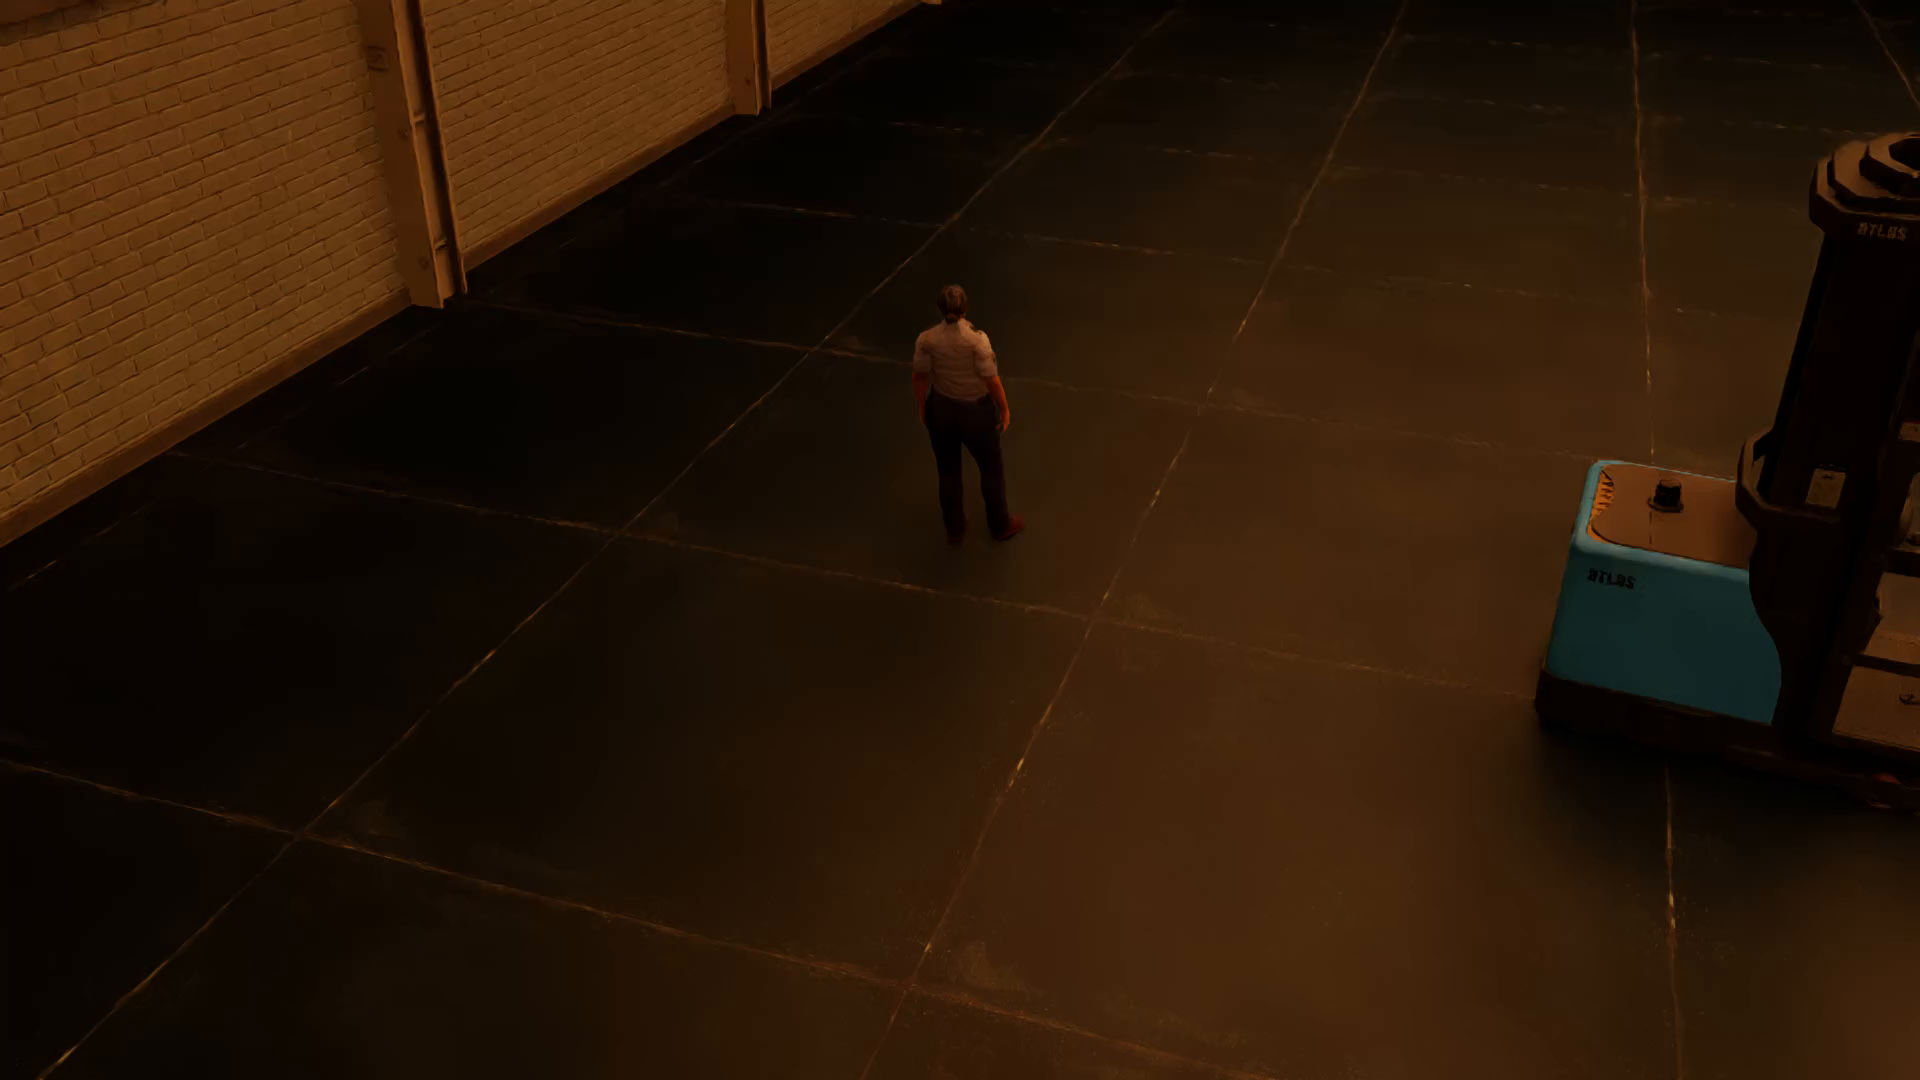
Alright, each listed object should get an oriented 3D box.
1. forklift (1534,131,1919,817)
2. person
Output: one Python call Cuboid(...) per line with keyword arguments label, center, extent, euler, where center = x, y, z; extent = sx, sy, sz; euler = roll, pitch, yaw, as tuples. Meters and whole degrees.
Cuboid(label="forklift", center=(4.486, -0.265, 7.602), extent=(3.031, 2.935, 1.130), euler=(12, 32, 21))
Cuboid(label="person", center=(0.051, -0.761, 9.752), extent=(0.599, 1.650, 0.502), euler=(10, 31, 16))
